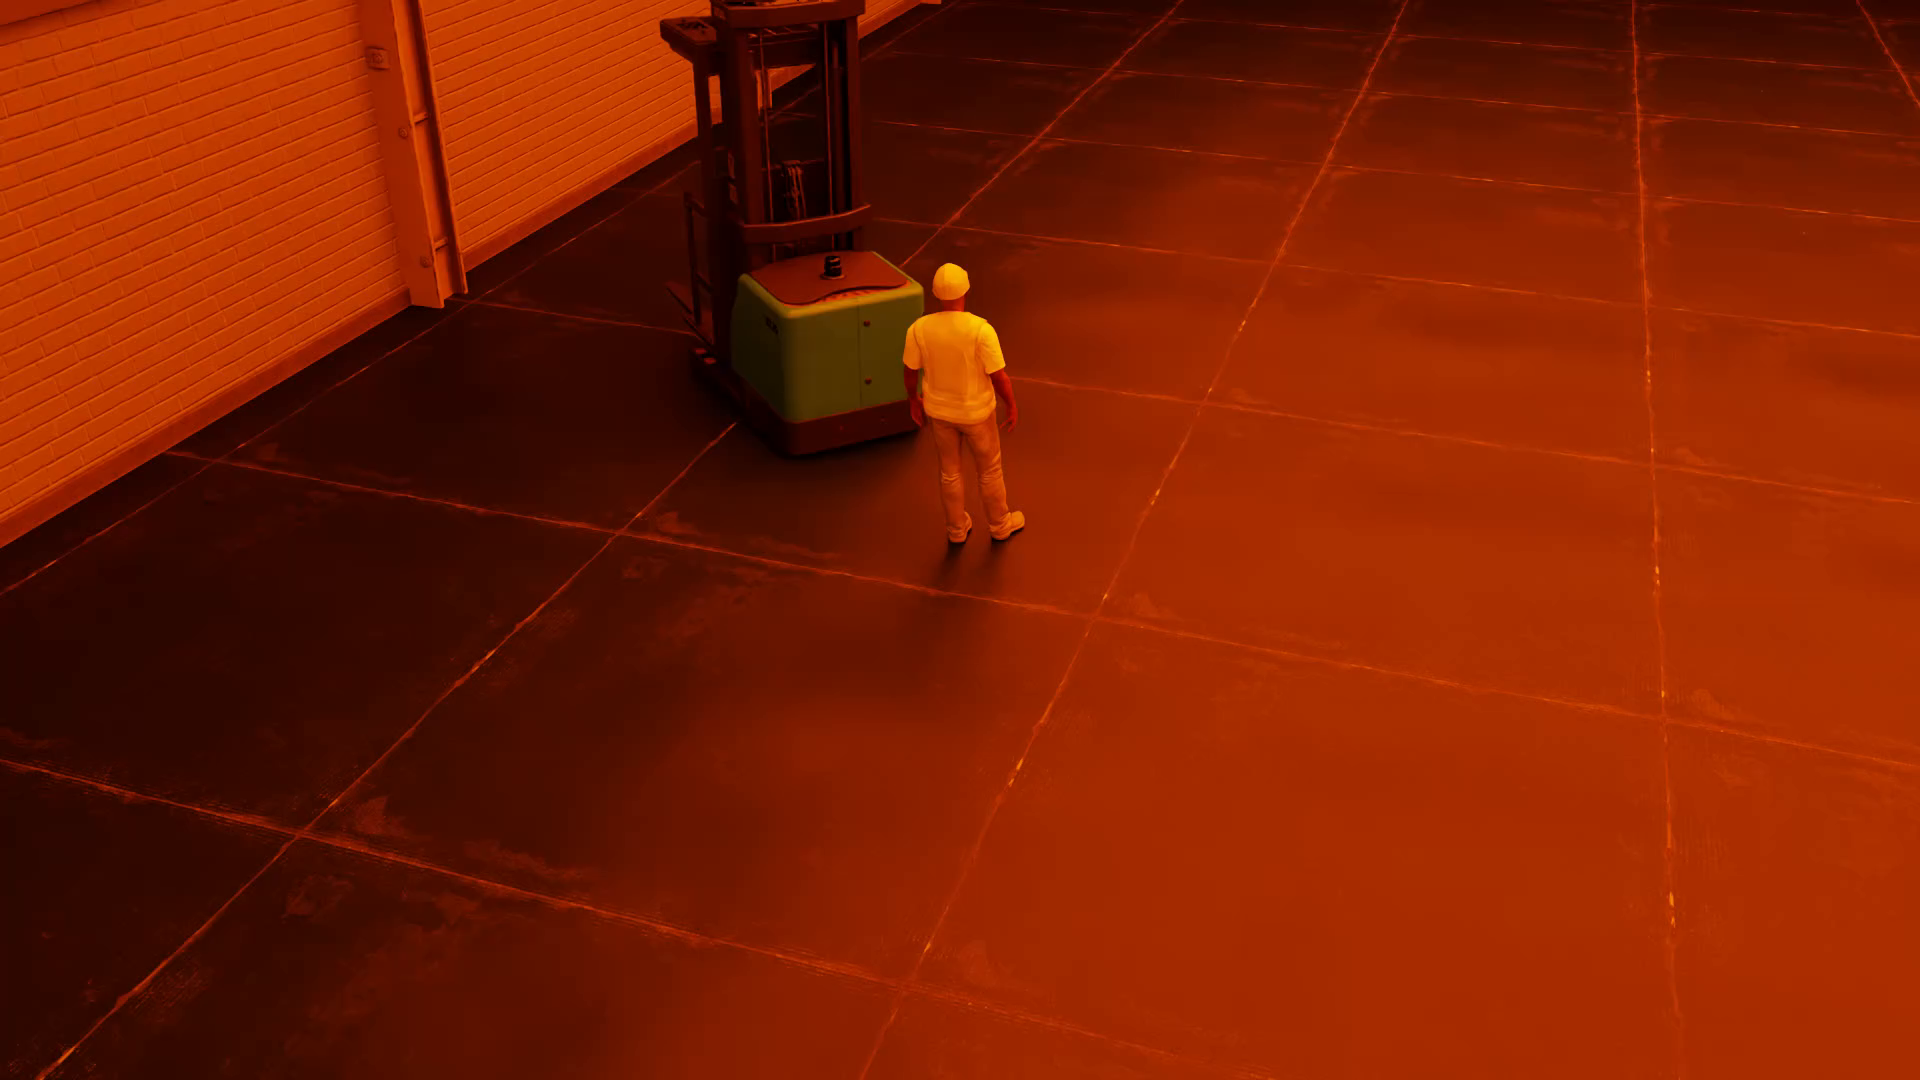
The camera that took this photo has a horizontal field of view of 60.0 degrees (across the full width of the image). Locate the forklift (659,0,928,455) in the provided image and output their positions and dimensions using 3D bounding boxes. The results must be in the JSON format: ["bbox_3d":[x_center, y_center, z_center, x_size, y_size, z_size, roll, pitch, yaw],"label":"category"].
[{"bbox_3d":[-1.346,-2.533,11.580,1.130,2.935,3.031,-14,33,-24],"label":"forklift"}]

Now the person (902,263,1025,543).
[{"bbox_3d":[0.028,-0.805,9.710,0.666,1.765,0.577,10,31,16],"label":"person"}]
